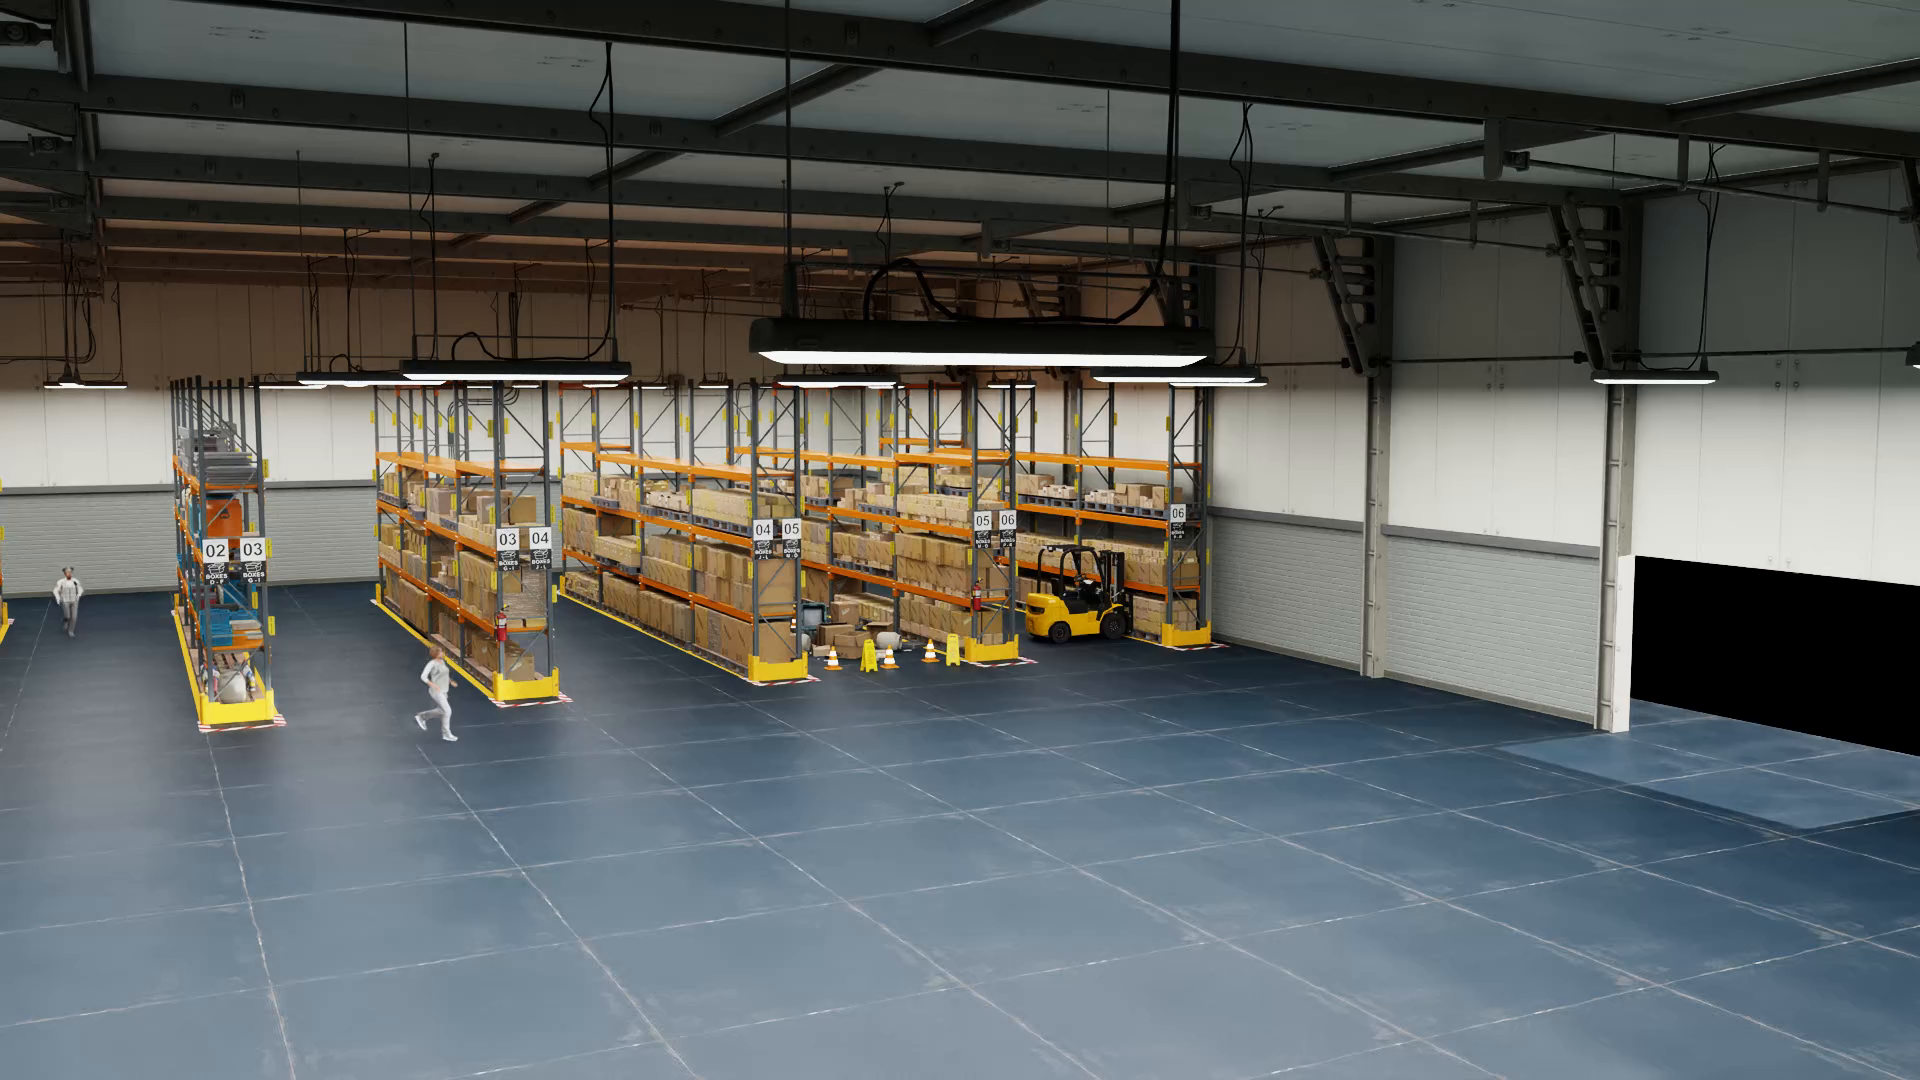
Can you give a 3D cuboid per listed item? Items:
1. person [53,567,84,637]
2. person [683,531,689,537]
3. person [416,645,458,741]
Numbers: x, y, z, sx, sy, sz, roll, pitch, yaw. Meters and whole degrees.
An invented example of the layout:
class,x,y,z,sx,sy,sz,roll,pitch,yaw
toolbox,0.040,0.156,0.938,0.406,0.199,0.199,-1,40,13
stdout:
class,x,y,z,sx,sy,sz,roll,pitch,yaw
person,-20.874,1.443,38.979,0.618,1.652,0.550,-4,6,-38
person,-8.166,0.415,50.424,0.939,1.695,0.614,-2,5,-17
person,-8.644,2.519,27.372,0.732,1.584,0.541,1,5,6
